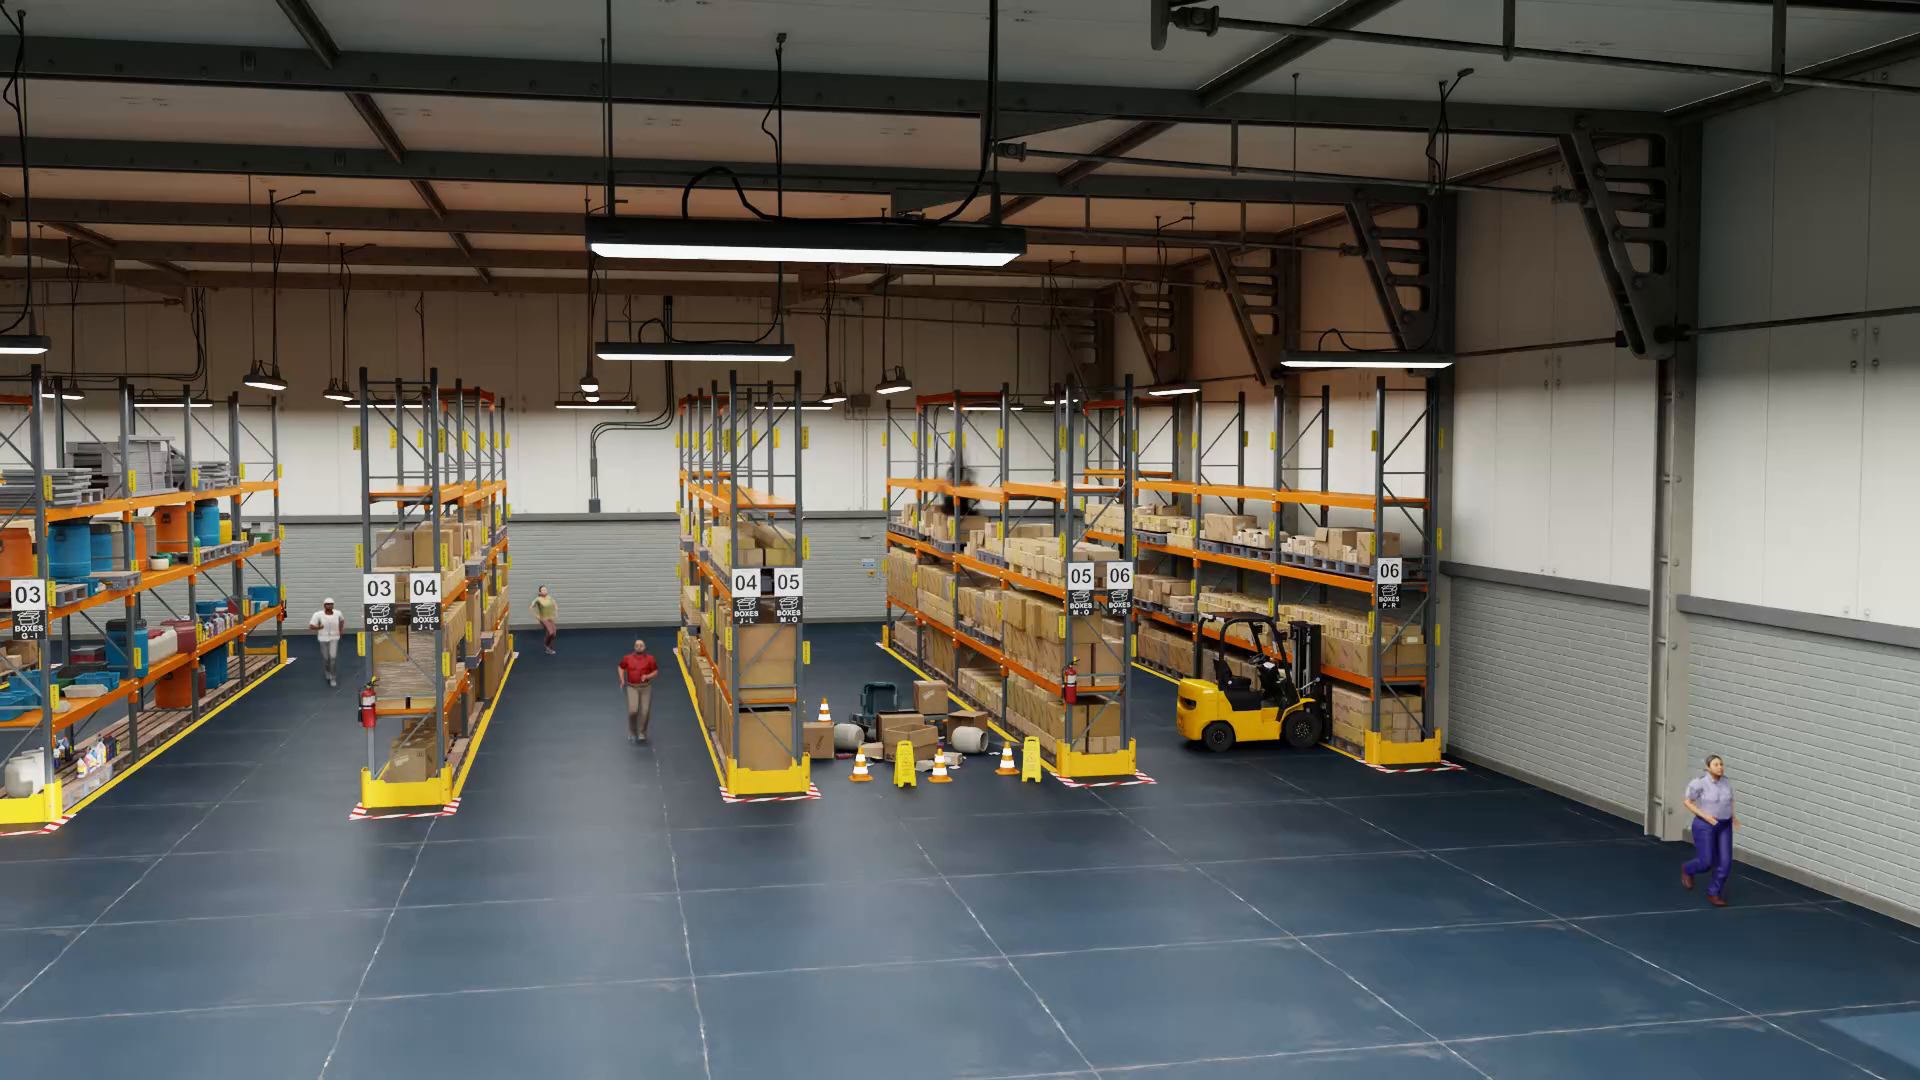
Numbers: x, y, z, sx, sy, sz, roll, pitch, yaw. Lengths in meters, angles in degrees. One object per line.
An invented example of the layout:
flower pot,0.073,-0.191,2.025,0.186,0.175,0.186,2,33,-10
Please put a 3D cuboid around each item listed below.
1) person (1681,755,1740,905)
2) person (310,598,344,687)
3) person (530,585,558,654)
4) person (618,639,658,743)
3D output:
person,8.155,3.123,18.063,0.601,1.599,0.608,-1,3,-10
person,-13.020,2.086,34.217,0.667,1.819,0.847,-1,4,-22
person,-9.676,1.876,38.907,0.654,1.626,0.521,-3,5,-45
person,-5.320,2.509,27.556,0.640,1.717,0.671,-1,4,-15
